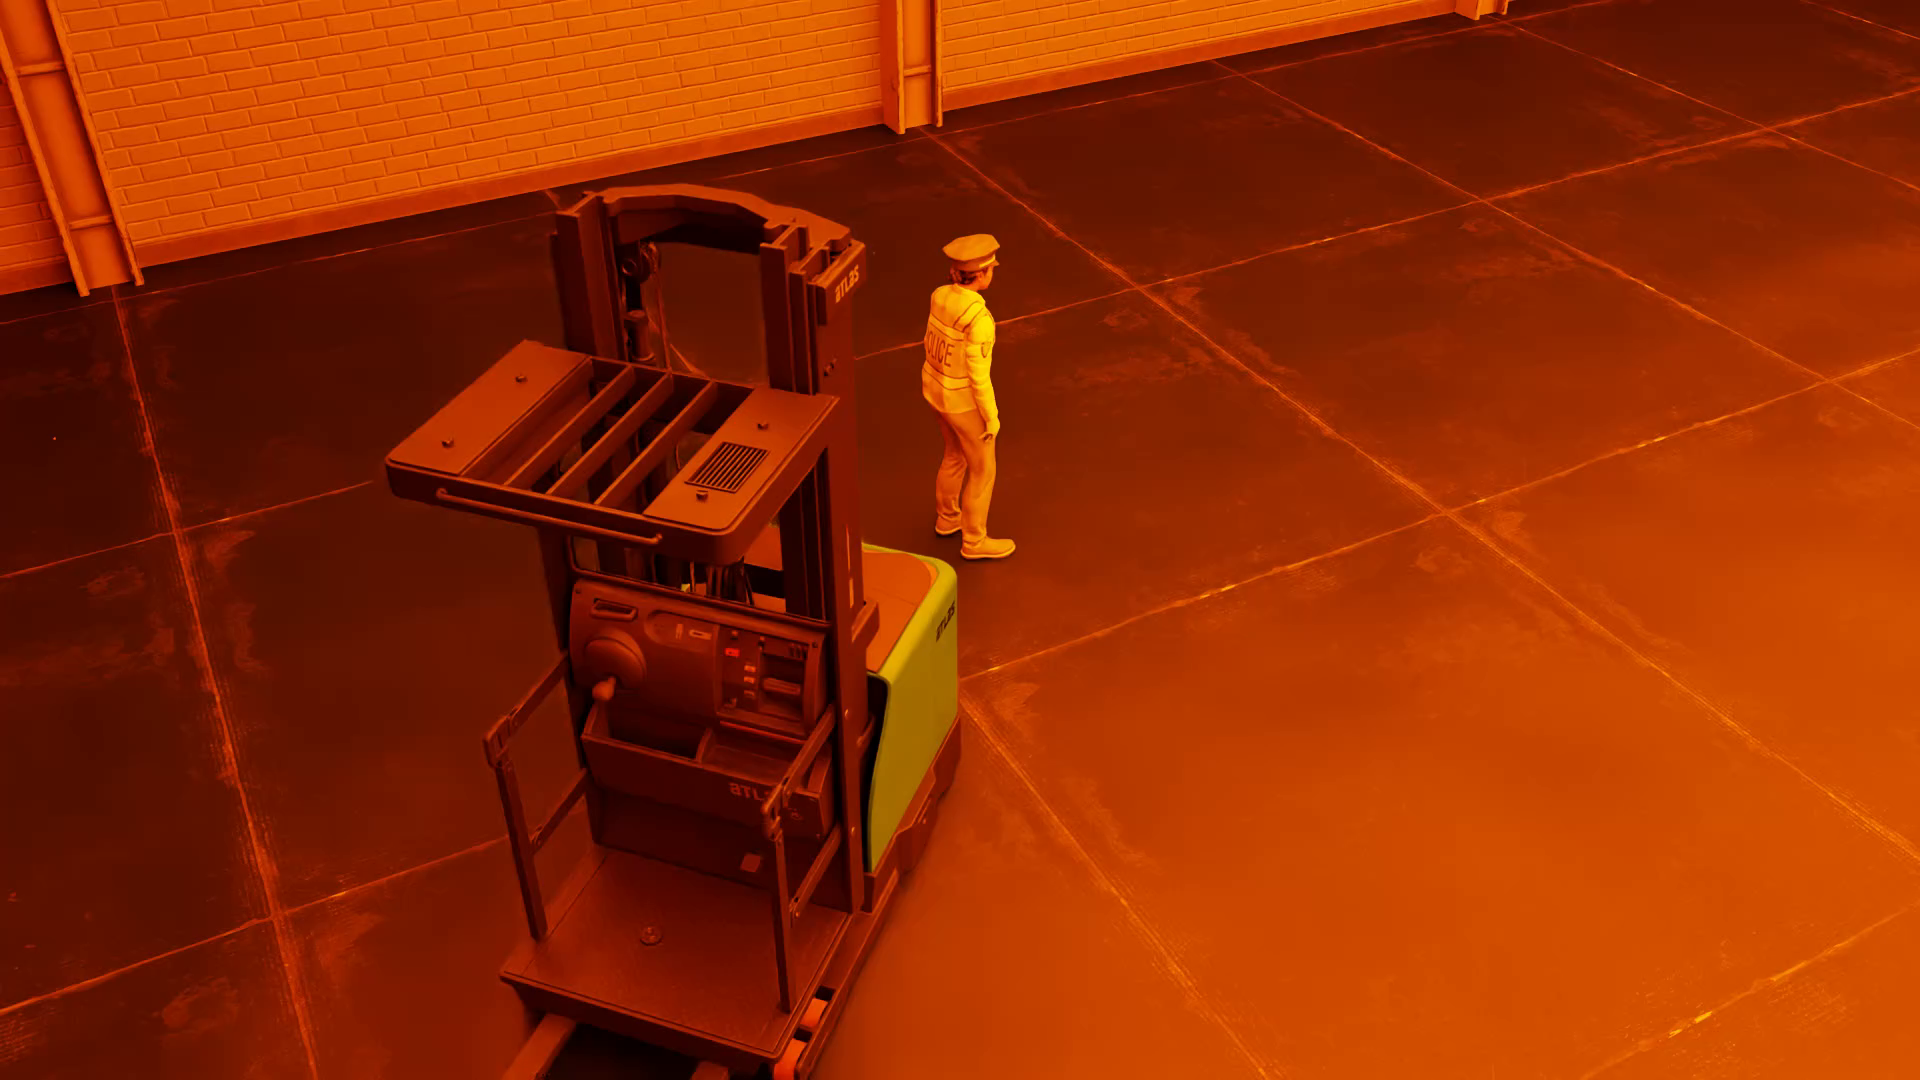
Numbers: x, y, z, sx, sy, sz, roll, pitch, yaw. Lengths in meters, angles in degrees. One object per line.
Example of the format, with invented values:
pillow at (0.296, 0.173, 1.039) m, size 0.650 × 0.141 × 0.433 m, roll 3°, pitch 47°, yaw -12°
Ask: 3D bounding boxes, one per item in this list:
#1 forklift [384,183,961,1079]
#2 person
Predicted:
forklift at (-0.968, 0.475, 5.452) m, size 1.130 × 2.935 × 3.031 m, roll 12°, pitch 37°, yaw 16°
person at (0.021, -0.691, 8.202) m, size 0.372 × 1.663 × 0.529 m, roll -18°, pitch 39°, yaw -24°
